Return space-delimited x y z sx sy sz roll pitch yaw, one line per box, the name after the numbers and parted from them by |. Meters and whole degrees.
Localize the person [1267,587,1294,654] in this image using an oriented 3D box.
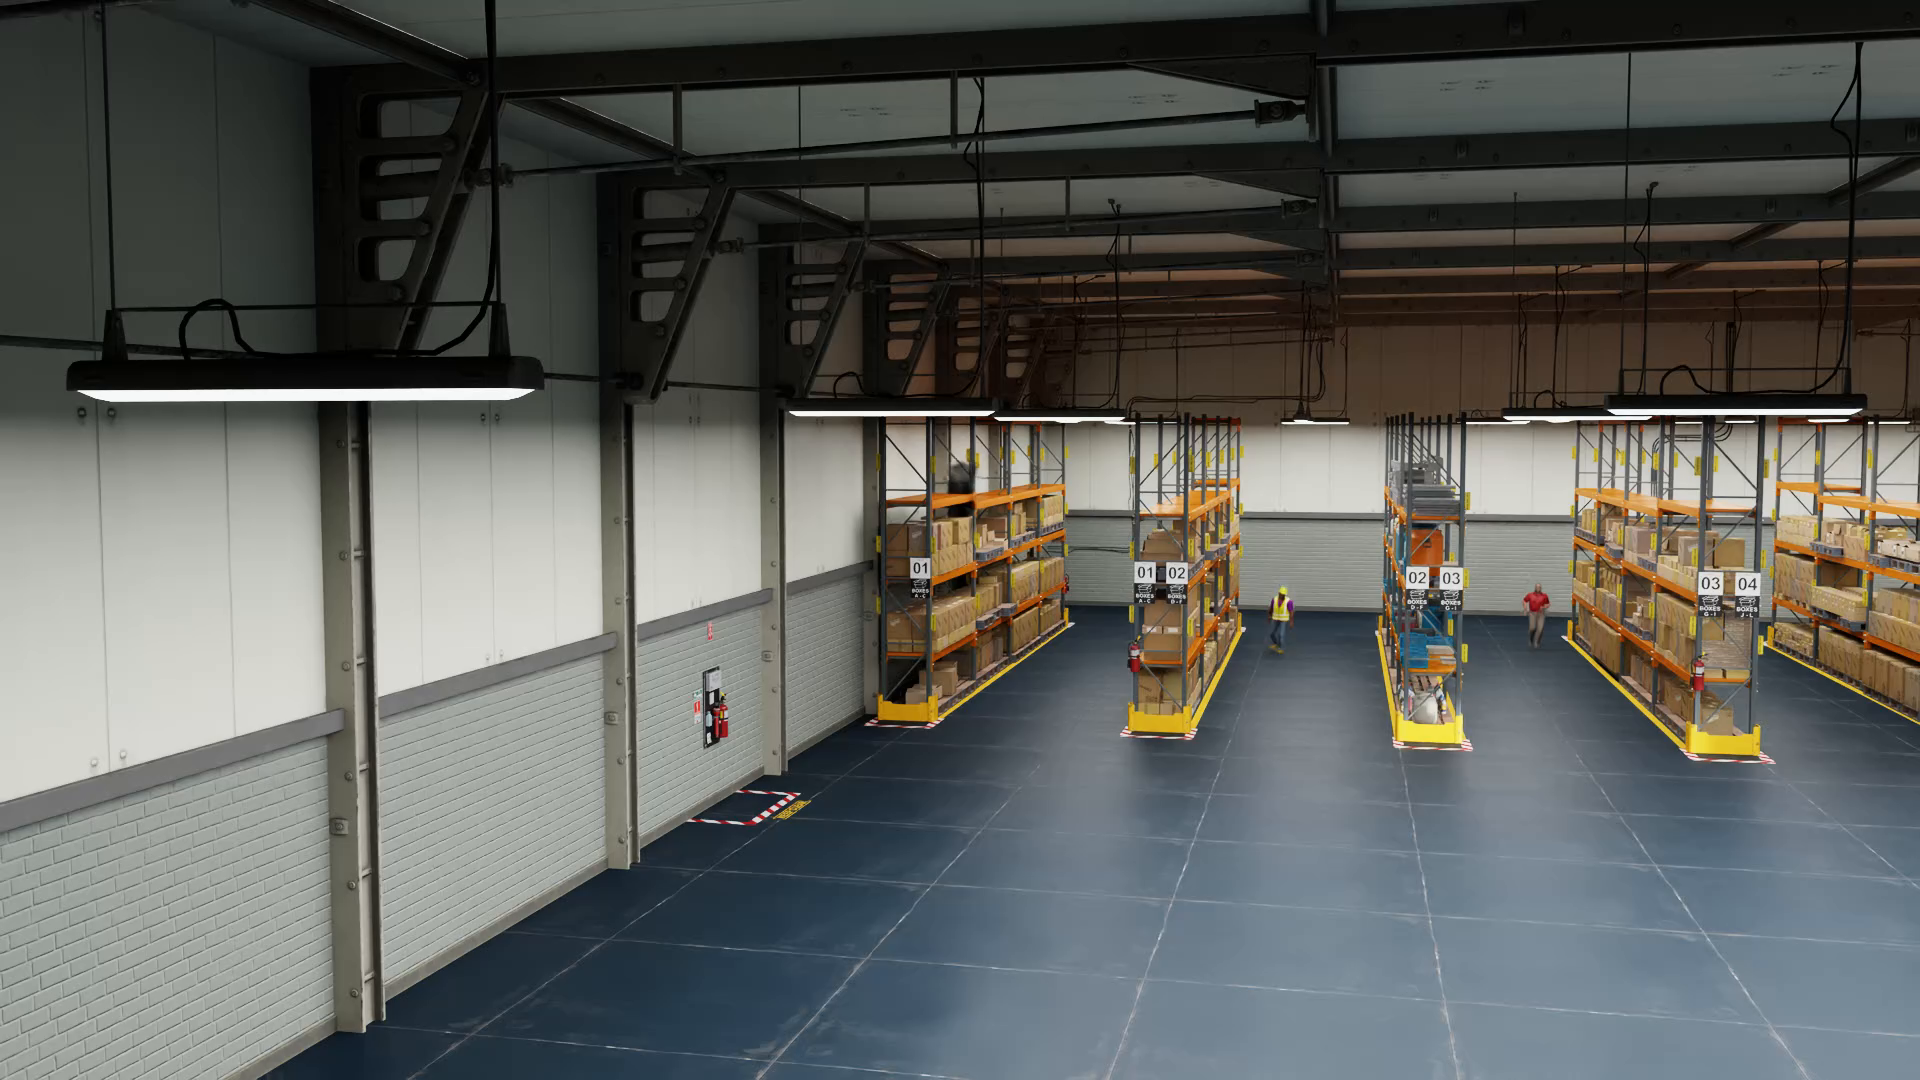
8.097 2.017 42.054 0.751 1.709 0.644 2 4 26 | person

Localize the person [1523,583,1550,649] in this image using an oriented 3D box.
14.873 1.969 42.859 0.639 1.699 0.651 1 4 11 | person
